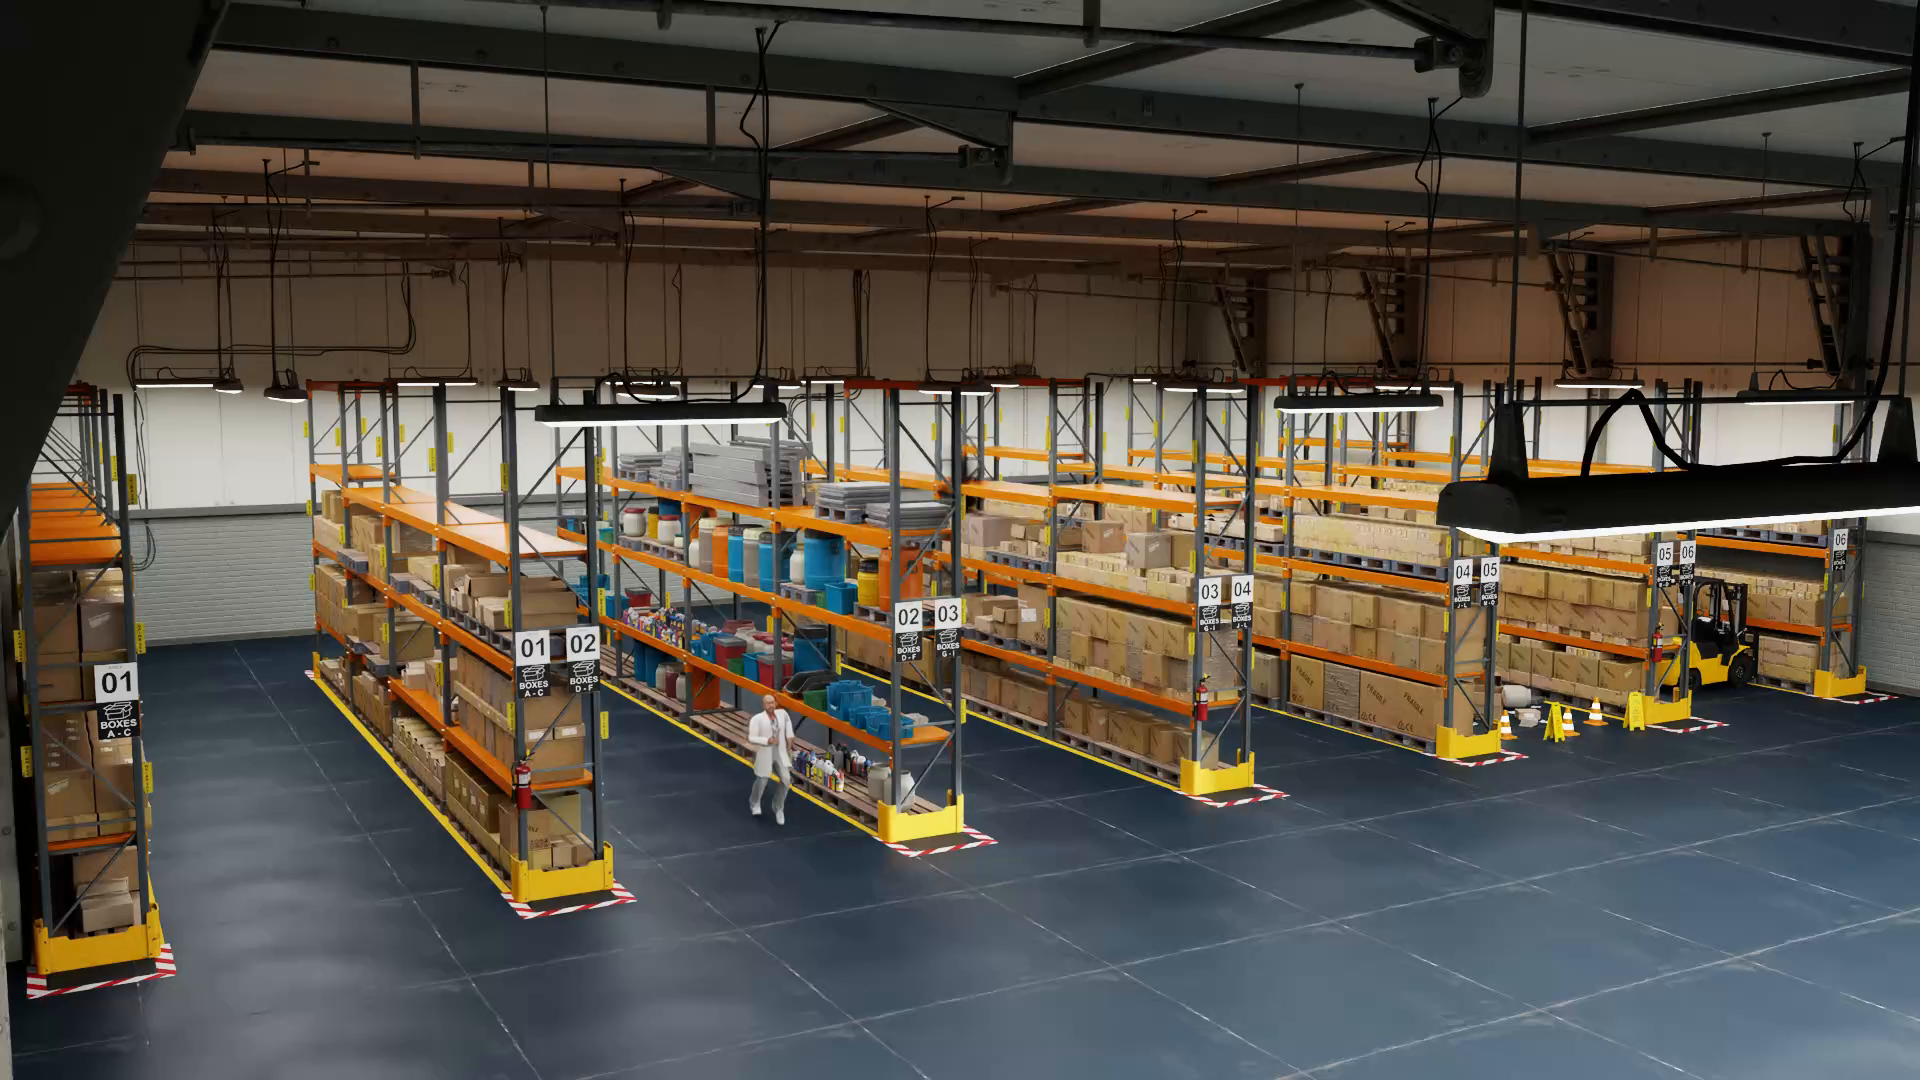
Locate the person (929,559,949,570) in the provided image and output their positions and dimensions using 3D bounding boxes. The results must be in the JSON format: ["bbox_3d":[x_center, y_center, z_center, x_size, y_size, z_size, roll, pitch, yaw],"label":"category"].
[{"bbox_3d":[-0.555,1.096,41.397,0.677,1.737,0.756,-6,8,-44],"label":"person"}]

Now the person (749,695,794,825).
[{"bbox_3d":[-2.602,3.030,22.972,0.728,1.767,0.965,-3,7,-25],"label":"person"}]
